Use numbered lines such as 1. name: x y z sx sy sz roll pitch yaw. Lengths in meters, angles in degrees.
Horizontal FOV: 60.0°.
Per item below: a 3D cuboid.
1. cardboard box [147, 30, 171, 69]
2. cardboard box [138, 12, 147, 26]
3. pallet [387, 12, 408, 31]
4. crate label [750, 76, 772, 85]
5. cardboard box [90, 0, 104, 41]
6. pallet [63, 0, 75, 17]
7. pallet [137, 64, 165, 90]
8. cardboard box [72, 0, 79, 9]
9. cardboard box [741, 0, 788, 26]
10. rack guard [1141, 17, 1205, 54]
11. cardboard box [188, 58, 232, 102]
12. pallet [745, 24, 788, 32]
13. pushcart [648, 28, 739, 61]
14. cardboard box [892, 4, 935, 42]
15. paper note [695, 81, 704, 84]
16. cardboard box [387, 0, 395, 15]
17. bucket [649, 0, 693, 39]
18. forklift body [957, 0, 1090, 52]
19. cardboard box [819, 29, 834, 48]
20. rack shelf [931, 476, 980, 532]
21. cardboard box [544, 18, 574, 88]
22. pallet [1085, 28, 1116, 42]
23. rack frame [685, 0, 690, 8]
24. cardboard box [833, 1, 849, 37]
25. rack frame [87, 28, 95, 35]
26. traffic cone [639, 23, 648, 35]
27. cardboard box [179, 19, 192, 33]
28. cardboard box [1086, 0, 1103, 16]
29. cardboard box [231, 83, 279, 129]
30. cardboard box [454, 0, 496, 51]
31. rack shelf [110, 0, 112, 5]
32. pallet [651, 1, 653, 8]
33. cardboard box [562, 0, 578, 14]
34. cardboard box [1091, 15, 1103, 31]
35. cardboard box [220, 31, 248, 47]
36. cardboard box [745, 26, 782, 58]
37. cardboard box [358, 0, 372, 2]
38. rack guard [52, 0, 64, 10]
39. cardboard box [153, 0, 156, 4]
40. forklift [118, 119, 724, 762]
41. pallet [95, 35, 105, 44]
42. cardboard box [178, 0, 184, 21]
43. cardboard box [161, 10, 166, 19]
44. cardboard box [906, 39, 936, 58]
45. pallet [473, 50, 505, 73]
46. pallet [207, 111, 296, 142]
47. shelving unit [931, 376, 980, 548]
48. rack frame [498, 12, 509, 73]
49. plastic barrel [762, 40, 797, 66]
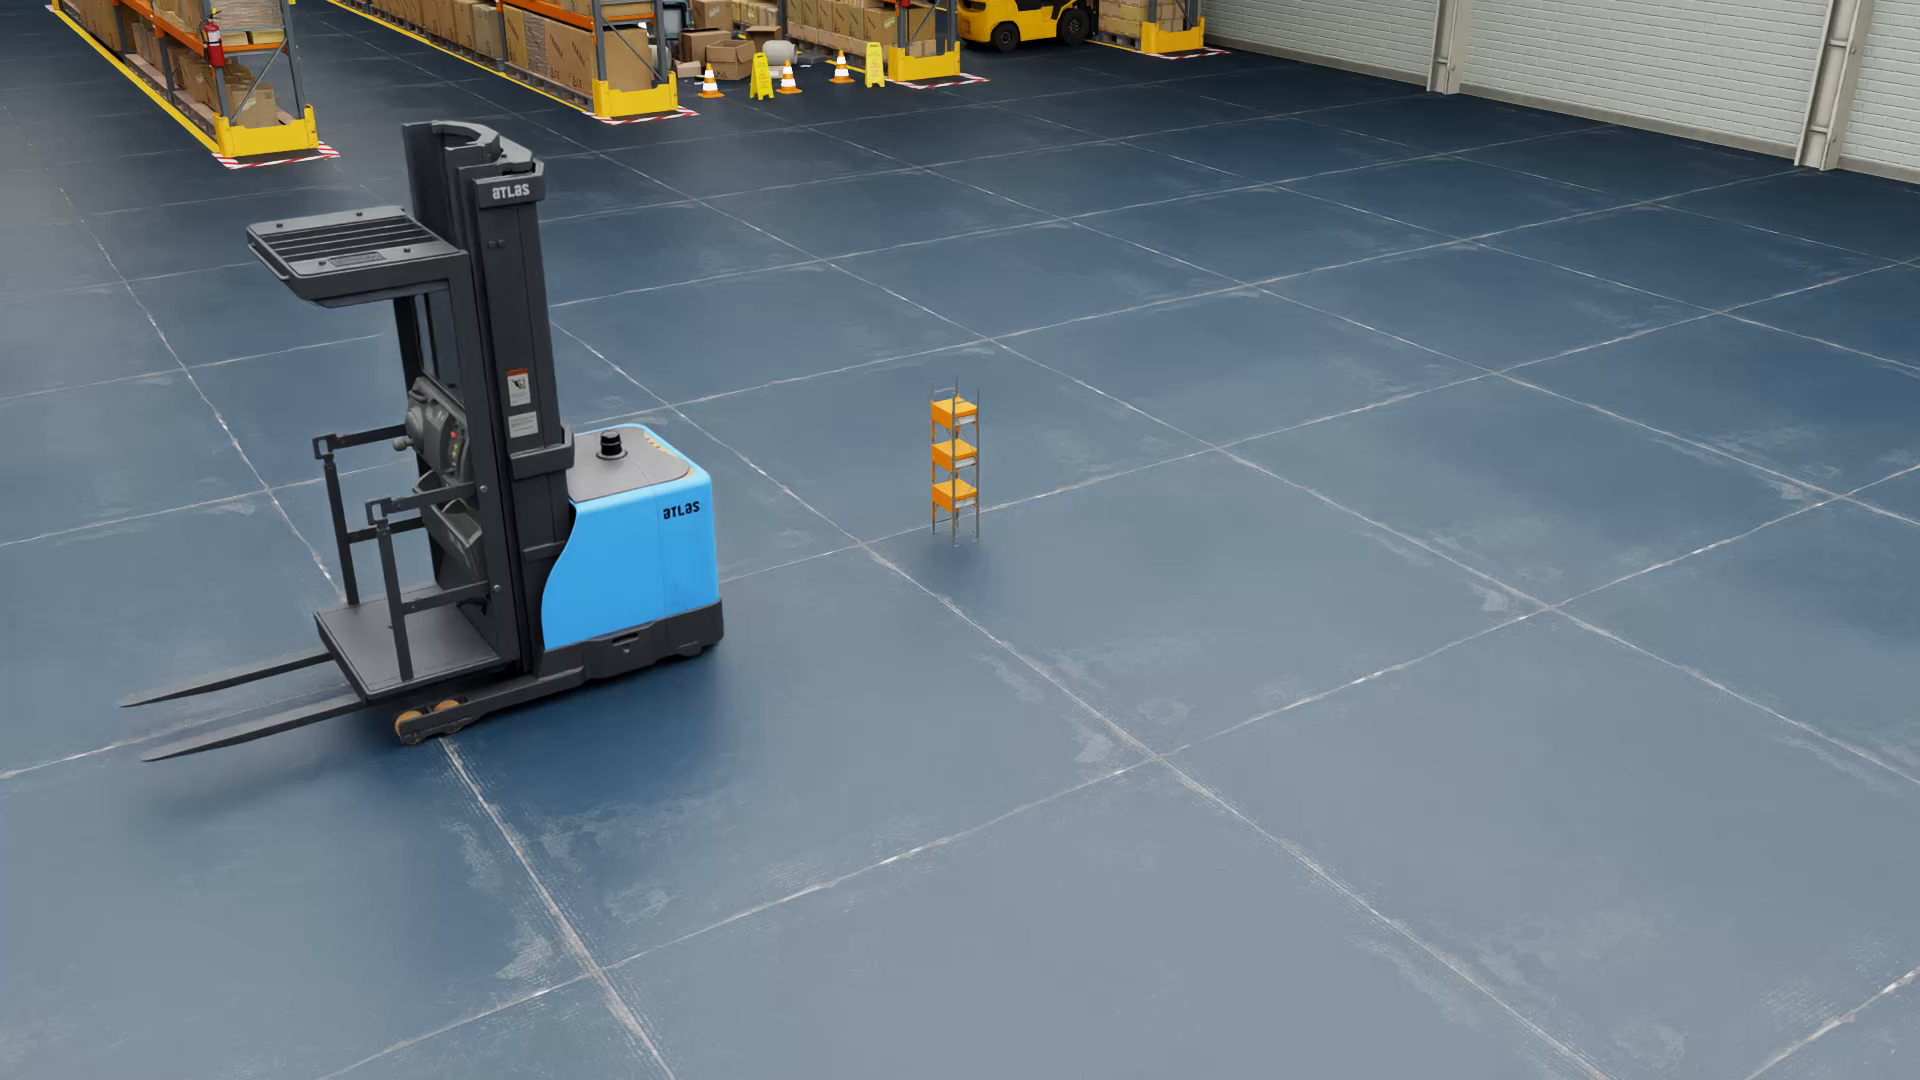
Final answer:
1. cardboard box: -12.179 -7.636 25.825 0.700 0.500 0.500 -13 28 -25
2. cardboard box: -12.799 -8.374 26.510 0.500 0.250 0.500 -14 29 -28
3. pallet: -10.066 -9.774 31.207 1.003 0.211 1.213 -16 29 -30
4. crate label: -3.061 -7.093 25.614 0.298 0.136 0.250 12 28 24
5. cardboard box: -14.029 -9.001 28.300 1.225 0.875 0.875 -15 29 -29
6. pallet: -17.055 -10.532 32.813 1.003 0.211 1.213 -16 29 -30
7. pallet: -12.103 -7.223 25.803 1.003 0.211 1.213 -16 29 -30
8. cardboard box: -16.644 -10.754 32.014 0.875 0.875 0.875 -16 29 -30
9. cardboard box: -3.387 -9.523 29.996 0.950 0.372 0.625 -14 28 -26
10. rack guard: 3.650 -8.667 28.523 1.175 0.500 0.348 -16 29 -30
11. cardboard box: -10.503 -6.473 23.384 0.500 0.500 0.500 -6 26 -13
12. pallet: -3.130 -9.095 29.769 1.003 0.211 1.213 -16 29 -30
13. pushcart: -4.586 -8.343 27.981 0.936 0.377 1.648 18 31 33
14. cardboard box: -0.742 -8.294 26.657 0.500 0.500 0.500 -17 30 -31
15. paper note: -4.023 -7.056 25.663 0.144 0.017 0.142 -6 26 -12
16. cardboard box: -10.394 -10.110 31.089 0.500 0.500 0.500 -15 29 -29
17. bucket: -4.790 -8.584 27.474 0.726 0.611 0.620 -6 16 -12
18. forklift body: 1.073 -9.675 28.725 2.313 2.155 1.214 -16 29 -30
19. cardboard box: -2.015 -8.373 27.702 0.500 0.250 0.500 -16 30 -30
20. rack shelf: -0.029 -0.233 10.690 0.215 0.259 0.240 -16 29 -30
21. cardboard box: -5.520 -7.228 24.545 0.875 0.875 0.875 -16 30 -30
22. pallet: 2.523 -9.244 30.085 1.003 0.211 1.213 -16 29 -30
23. rack frame: -4.887 -11.509 31.616 1.000 3.000 0.127 -16 29 -30
24. cardboard box: -1.733 -8.527 27.149 0.500 0.500 0.500 -16 30 -31
25. rack frame: -15.374 -10.630 29.754 1.000 3.000 0.127 -16 29 -30
26. traffic cone: -5.549 -8.919 29.101 0.336 0.463 0.334 -16 29 -30
27. cardboard box: -10.058 -6.790 21.915 0.380 0.149 0.250 -16 29 -30
28. cardboard box: 2.545 -9.441 29.379 0.500 0.250 0.500 -16 30 -31
29. cardboard box: -9.150 -5.625 21.588 0.500 0.500 0.500 -10 27 -20
30. cardboard box: -7.733 -8.608 27.614 1.050 0.750 0.750 -16 29 -30
31. rack shelf: -14.282 -9.589 28.392 1.077 0.370 4.000 -16 29 -30
32. pallet: -5.916 -10.983 33.769 1.003 0.211 1.213 -16 29 -30
33. cardboard box: -5.171 -7.839 23.667 0.875 0.550 0.550 -16 29 -30
34. cardboard box: 2.587 -9.208 29.470 0.500 0.250 0.500 -15 29 -29
35. cardboard box: -9.151 -6.278 20.830 0.380 0.149 0.250 -16 29 -30
36. cardboard box: -3.258 -8.249 27.635 0.500 0.500 0.500 3 25 6
37. cardboard box: -11.662 -10.711 32.774 0.380 0.149 0.250 -15 29 -29
38. rack guard: -17.570 -10.939 33.337 1.175 0.500 0.348 -16 29 -30
39. cardboard box: -10.813 -7.773 23.237 0.875 0.500 0.500 -16 29 -30
40. forklift: -2.850 -0.536 8.452 3.031 2.935 1.130 -16 29 -30
41. pallet: -14.889 -9.111 29.802 1.003 0.211 1.213 -16 29 -30
42. cardboard box: -9.710 -7.061 21.727 0.875 0.500 0.500 -16 29 -30
43. cardboard box: -10.856 -7.333 23.064 0.380 0.149 0.250 -16 29 -30
44. cardboard box: -0.728 -7.947 26.799 0.500 0.250 0.500 -16 30 -30
45. pallet: -7.280 -7.886 27.208 1.003 0.211 1.213 -16 29 -30
46. pallet: -9.278 -5.403 21.948 1.003 0.211 1.213 -16 29 -30
47. shelving unit: -0.029 -0.494 10.566 0.215 1.050 0.252 -16 29 -30
48. rack frame: -6.796 -8.888 26.065 1.000 3.000 0.127 -16 29 -30
49. plastic barrel: -2.916 -7.868 26.922 0.512 0.421 0.421 3 25 6
